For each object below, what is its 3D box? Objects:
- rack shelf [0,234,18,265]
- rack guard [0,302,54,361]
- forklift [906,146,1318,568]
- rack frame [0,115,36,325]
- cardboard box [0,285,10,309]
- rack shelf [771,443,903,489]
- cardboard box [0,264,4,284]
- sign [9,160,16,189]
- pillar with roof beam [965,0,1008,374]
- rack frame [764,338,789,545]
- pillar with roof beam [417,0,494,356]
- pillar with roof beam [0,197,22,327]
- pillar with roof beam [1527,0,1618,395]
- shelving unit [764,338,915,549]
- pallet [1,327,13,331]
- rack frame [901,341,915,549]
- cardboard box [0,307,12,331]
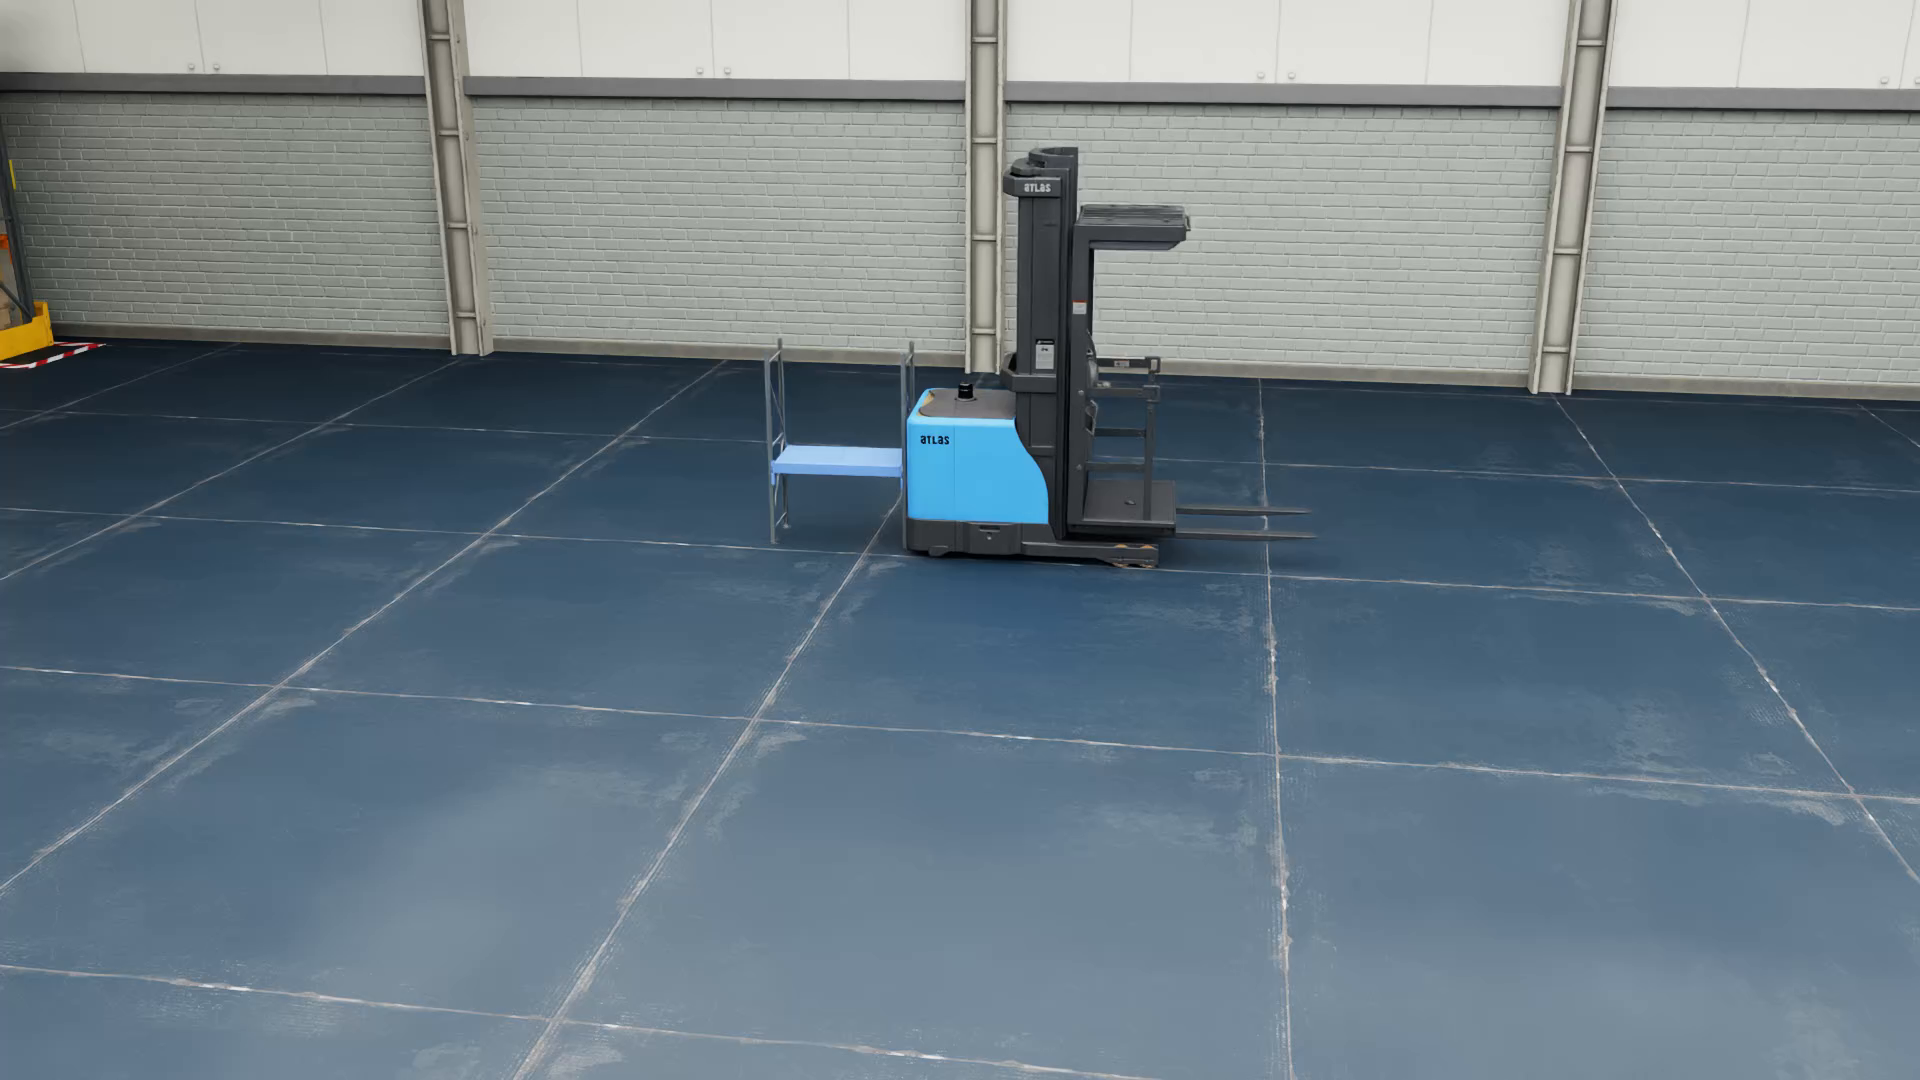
[{"bbox_3d":[-13.004,-3.342,19.198,4.000,0.370,1.077,3,19,9],"label":"rack shelf"},{"bbox_3d":[-11.005,-2.396,19.176,0.348,0.500,1.175,3,19,9],"label":"rack guard"},{"bbox_3d":[1.152,-1.360,12.249,3.031,2.935,1.130,2,19,6],"label":"forklift"},{"bbox_3d":[-11.029,-3.583,18.783,0.127,3.000,1.000,3,19,9],"label":"rack frame"},{"bbox_3d":[-11.460,-2.804,19.339,0.500,0.250,0.500,3,19,10],"label":"cardboard box"},{"bbox_3d":[-0.895,-0.567,12.700,1.000,0.185,0.538,2,19,6],"label":"rack shelf"},{"bbox_3d":[-11.474,-3.035,19.244,0.500,0.250,0.500,3,19,8],"label":"cardboard box"},{"bbox_3d":[-10.935,-4.204,19.152,0.005,0.325,0.100,3,19,9],"label":"sign"},{"bbox_3d":[-0.408,-4.792,12.944,0.400,9.000,9.100,3,19,9],"label":"pillar with roof beam"},{"bbox_3d":[-1.400,-0.756,12.698,0.032,1.500,0.500,2,19,6],"label":"rack frame"},{"bbox_3d":[-6.332,-5.094,13.847,0.400,9.000,9.100,3,19,9],"label":"pillar with roof beam"},{"bbox_3d":[-12.257,-5.396,14.749,0.400,9.000,9.100,3,19,9],"label":"pillar with roof beam"},{"bbox_3d":[5.516,-4.490,12.042,0.400,9.000,9.100,3,19,9],"label":"pillar with roof beam"},{"bbox_3d":[-0.895,-0.737,12.643,1.048,1.500,0.538,2,19,6],"label":"shelving unit"},{"bbox_3d":[-11.791,-2.286,19.301,1.213,0.211,1.003,3,19,9],"label":"pallet"},{"bbox_3d":[-0.390,-0.719,12.588,0.032,1.500,0.500,2,19,6],"label":"rack frame"},{"bbox_3d":[-11.483,-2.564,19.410,0.500,0.250,0.500,3,19,9],"label":"cardboard box"}]
